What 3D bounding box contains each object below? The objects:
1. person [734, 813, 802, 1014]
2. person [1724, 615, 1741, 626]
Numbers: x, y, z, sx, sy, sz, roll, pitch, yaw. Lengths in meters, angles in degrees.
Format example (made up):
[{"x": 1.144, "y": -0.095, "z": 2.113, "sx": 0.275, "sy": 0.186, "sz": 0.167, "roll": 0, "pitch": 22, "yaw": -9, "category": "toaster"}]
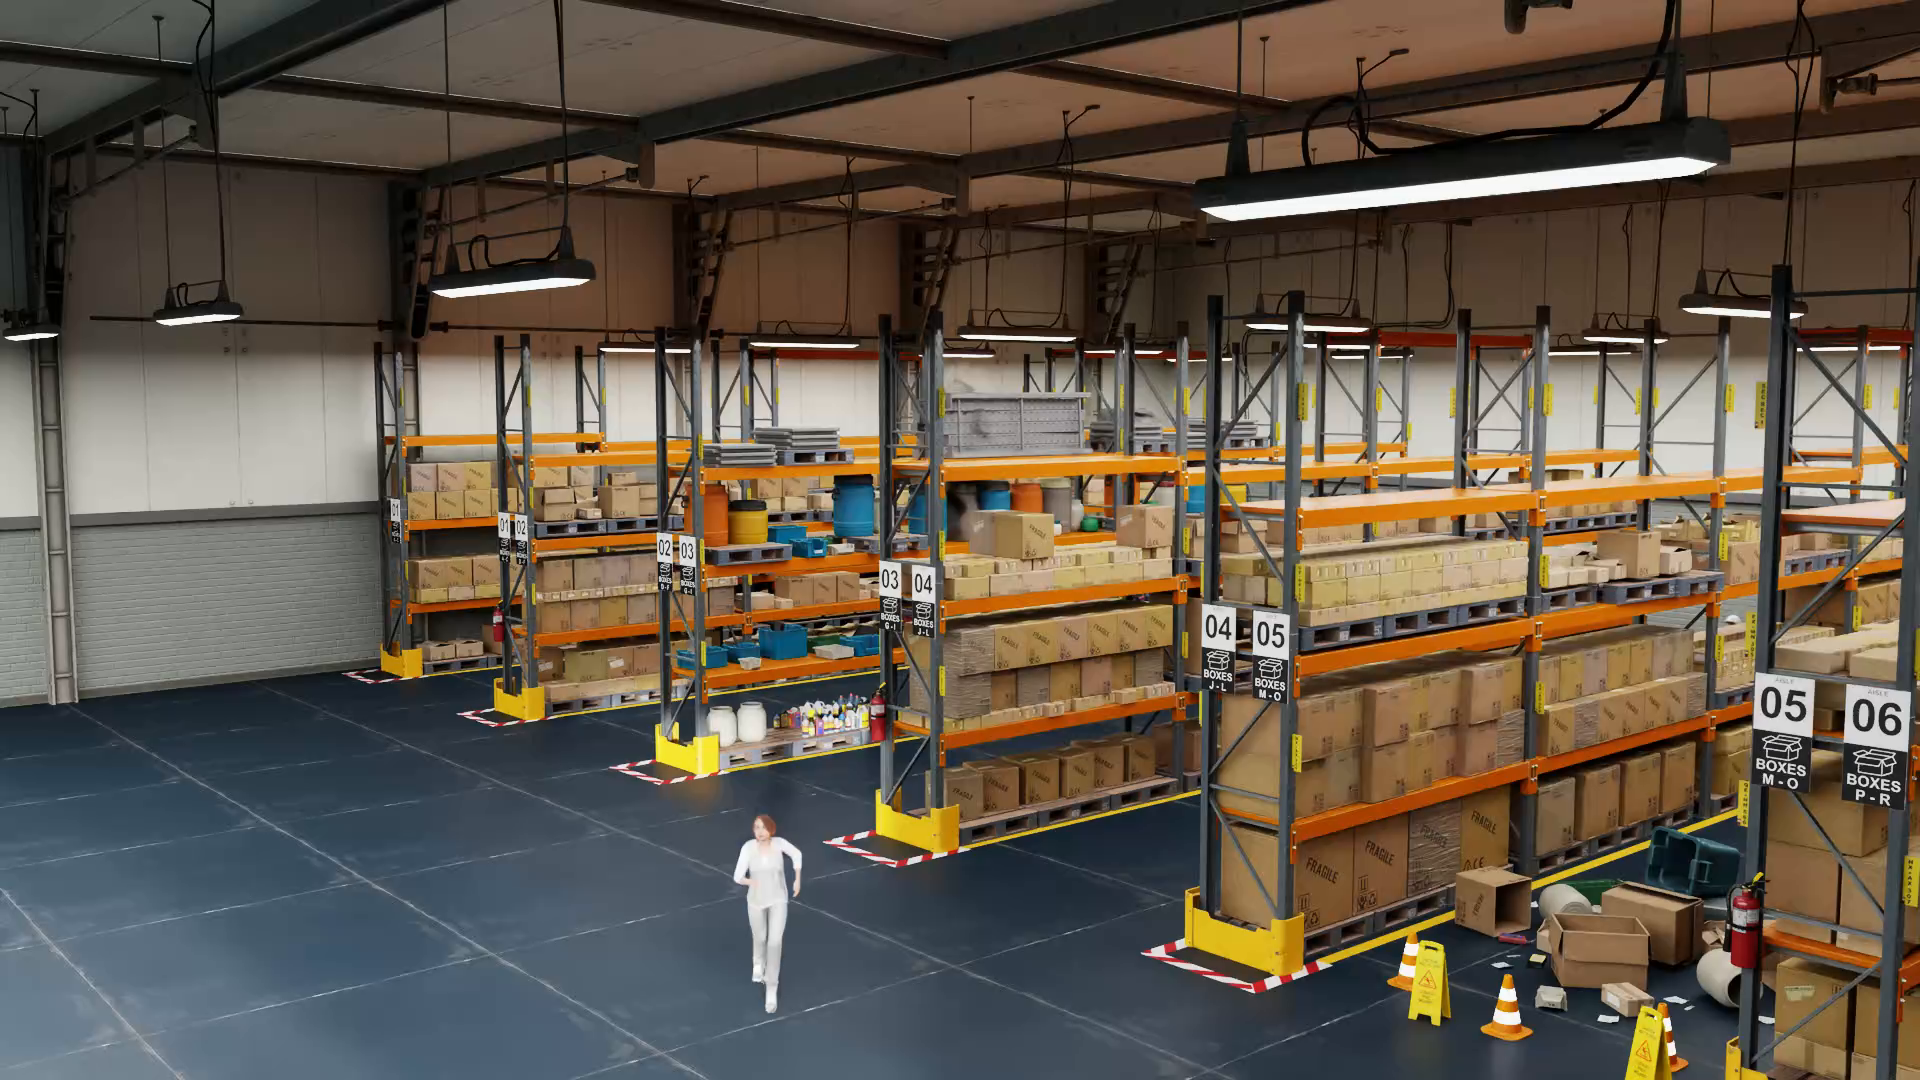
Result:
[{"x": -1.620, "y": 3.092, "z": 14.065, "sx": 0.547, "sy": 1.632, "sz": 0.845, "roll": 0, "pitch": 5, "yaw": 0, "category": "person"}, {"x": 11.761, "y": 2.000, "z": 25.259, "sx": 0.718, "sy": 1.714, "sz": 0.725, "roll": -4, "pitch": 6, "yaw": -35, "category": "person"}]
